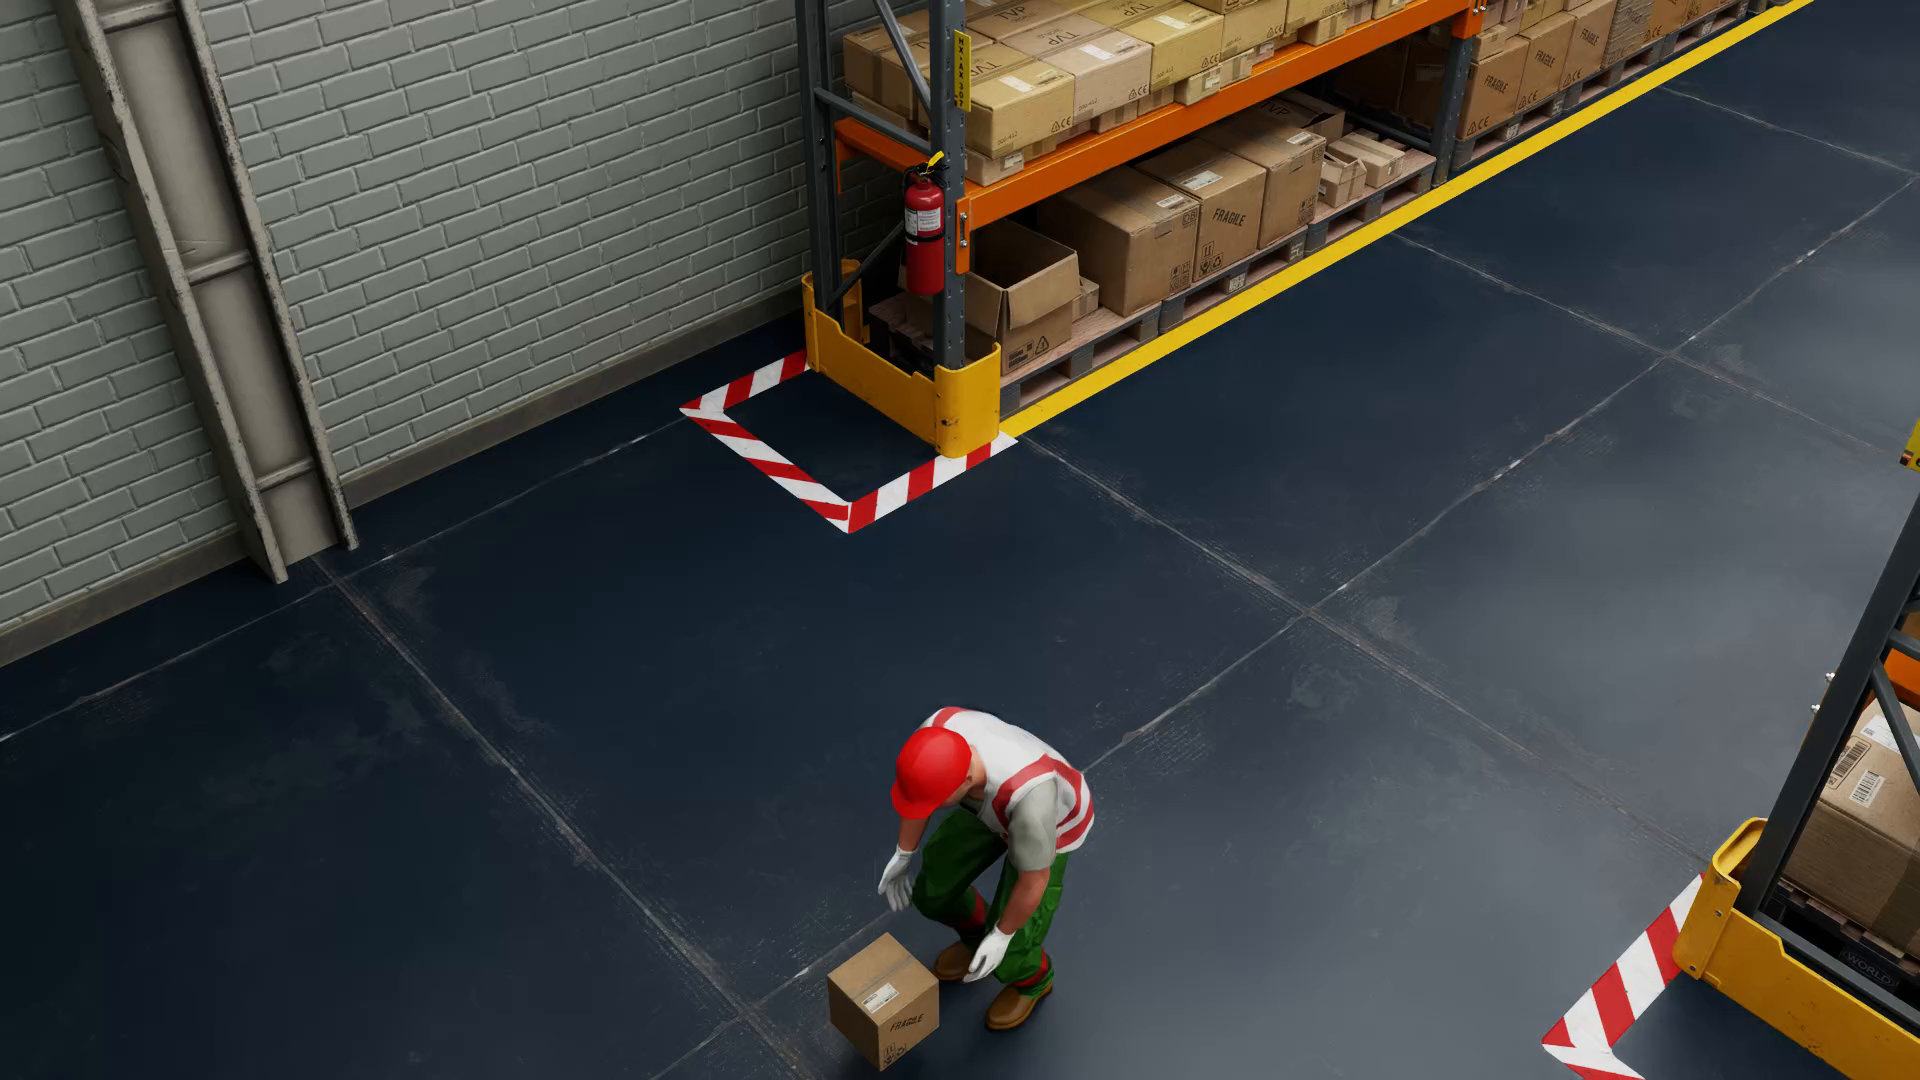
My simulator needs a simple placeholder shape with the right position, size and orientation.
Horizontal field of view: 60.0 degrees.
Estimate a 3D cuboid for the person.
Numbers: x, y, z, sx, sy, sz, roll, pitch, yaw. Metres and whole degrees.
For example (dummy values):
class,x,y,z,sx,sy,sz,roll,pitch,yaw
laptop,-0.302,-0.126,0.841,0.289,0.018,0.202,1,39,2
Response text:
class,x,y,z,sx,sy,sz,roll,pitch,yaw
person,0.099,0.999,5.196,0.749,1.443,0.583,-30,48,-31
